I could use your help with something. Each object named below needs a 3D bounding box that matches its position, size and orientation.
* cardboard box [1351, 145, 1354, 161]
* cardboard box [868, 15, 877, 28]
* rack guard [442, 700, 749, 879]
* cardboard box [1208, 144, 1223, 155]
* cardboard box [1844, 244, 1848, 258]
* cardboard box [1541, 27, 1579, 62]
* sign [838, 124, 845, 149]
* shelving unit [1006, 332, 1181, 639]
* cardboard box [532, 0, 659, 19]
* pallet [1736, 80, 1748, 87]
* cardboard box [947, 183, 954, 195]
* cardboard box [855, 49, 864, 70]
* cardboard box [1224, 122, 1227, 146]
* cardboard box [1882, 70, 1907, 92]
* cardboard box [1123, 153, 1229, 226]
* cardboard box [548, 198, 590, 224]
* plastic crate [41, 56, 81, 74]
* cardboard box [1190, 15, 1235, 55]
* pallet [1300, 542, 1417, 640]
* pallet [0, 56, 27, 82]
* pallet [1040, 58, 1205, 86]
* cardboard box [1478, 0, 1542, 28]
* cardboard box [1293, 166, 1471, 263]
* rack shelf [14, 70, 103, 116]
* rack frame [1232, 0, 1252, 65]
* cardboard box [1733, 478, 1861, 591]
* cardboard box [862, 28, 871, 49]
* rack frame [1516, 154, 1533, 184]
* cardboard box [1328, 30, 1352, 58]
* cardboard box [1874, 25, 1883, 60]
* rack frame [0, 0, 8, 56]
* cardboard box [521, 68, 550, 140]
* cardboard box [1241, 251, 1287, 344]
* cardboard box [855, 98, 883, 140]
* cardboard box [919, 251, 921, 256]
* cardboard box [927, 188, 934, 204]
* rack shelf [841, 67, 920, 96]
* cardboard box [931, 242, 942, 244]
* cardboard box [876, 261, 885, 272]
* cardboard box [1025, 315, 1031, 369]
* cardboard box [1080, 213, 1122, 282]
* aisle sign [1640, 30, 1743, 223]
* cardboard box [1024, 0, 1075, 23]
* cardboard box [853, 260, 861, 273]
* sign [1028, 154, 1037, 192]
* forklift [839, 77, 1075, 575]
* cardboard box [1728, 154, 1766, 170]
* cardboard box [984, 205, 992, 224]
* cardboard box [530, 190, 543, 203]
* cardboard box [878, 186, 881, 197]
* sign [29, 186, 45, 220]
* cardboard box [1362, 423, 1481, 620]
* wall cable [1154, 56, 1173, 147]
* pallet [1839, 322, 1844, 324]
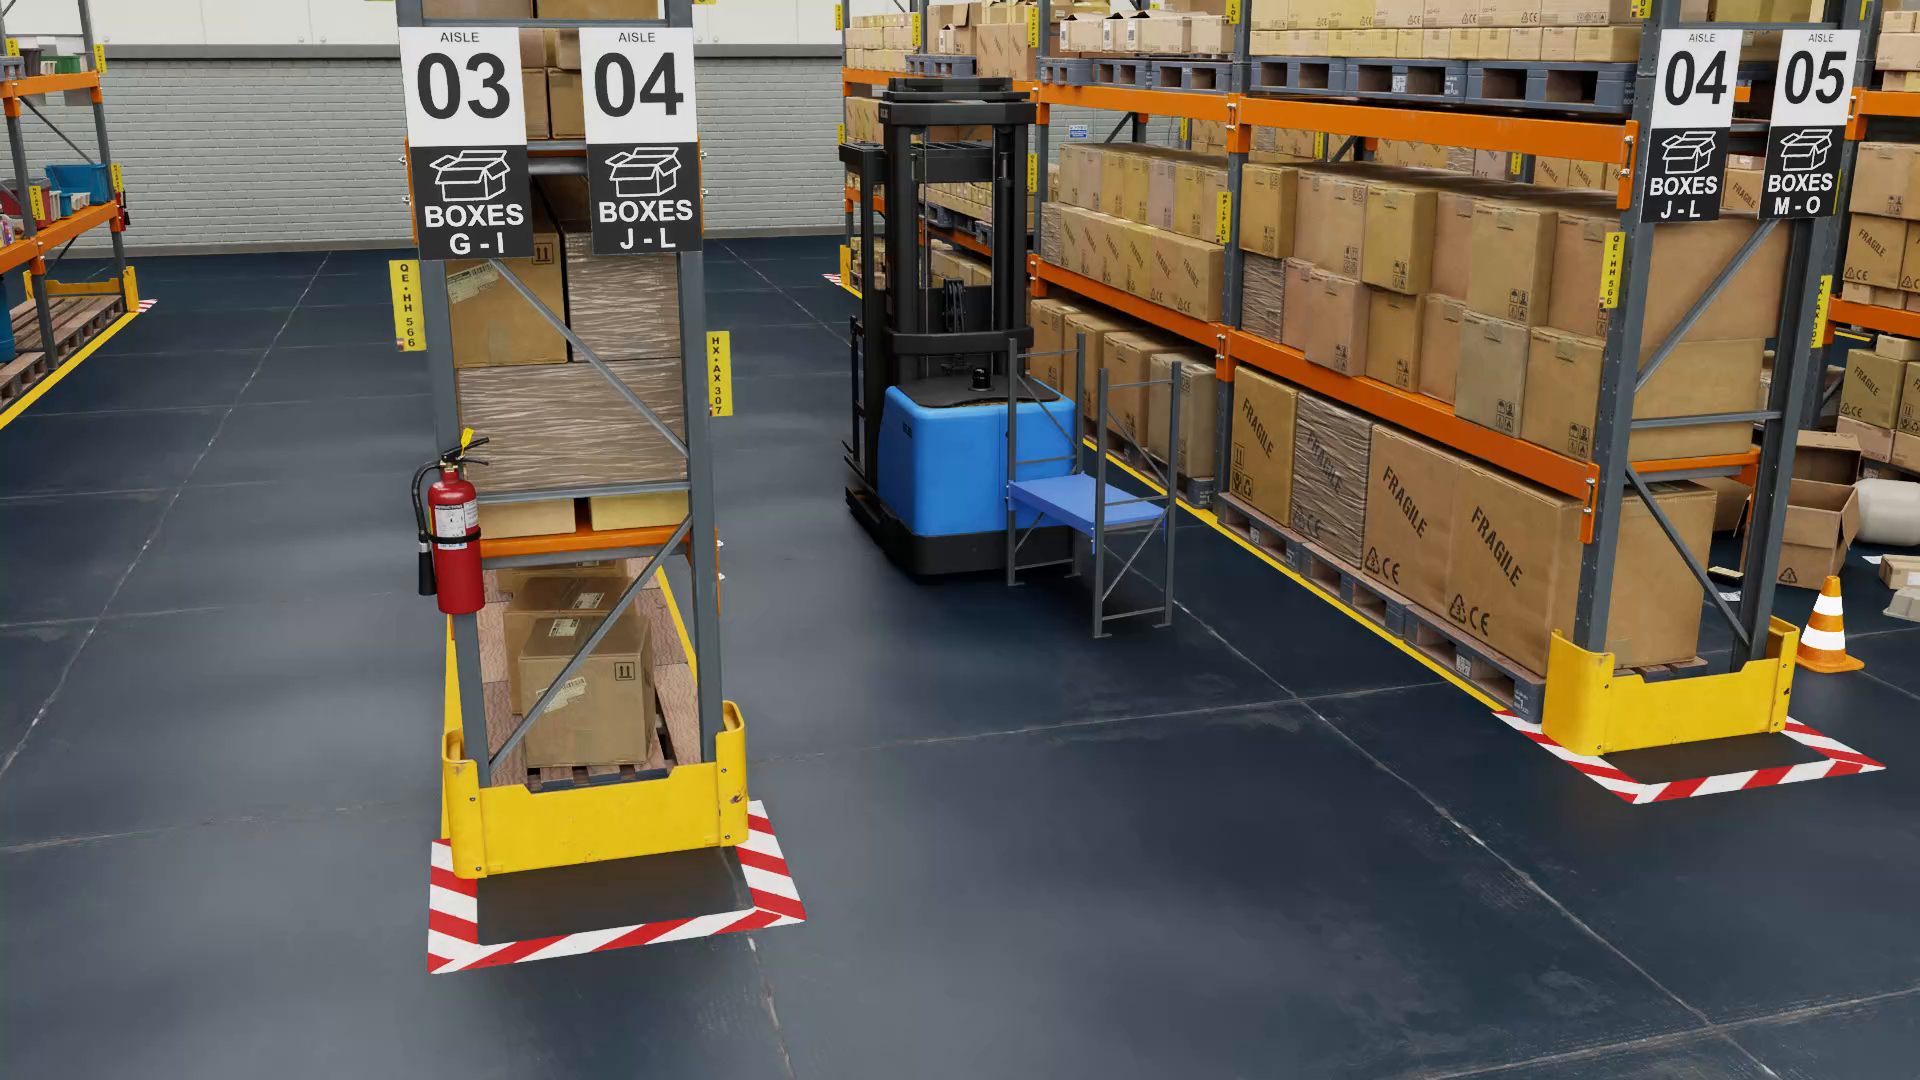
[{"bbox_3d":[4.796,-4.521,18.878,0.500,0.500,0.500,-5,17,-16],"label":"cardboard box"},{"bbox_3d":[-0.899,-6.289,20.158,0.380,0.149,0.250,-4,17,-14],"label":"cardboard box"},{"bbox_3d":[-1.467,1.001,6.749,1.175,0.500,0.348,-5,17,-15],"label":"rack guard"},{"bbox_3d":[3.707,-5.139,22.671,0.500,0.500,0.500,-5,17,-16],"label":"cardboard box"},{"bbox_3d":[7.135,-2.323,13.179,0.380,0.149,0.250,-4,17,-14],"label":"cardboard box"},{"bbox_3d":[2.865,-2.239,7.511,0.380,0.149,0.250,-5,17,-15],"label":"cardboard box"},{"bbox_3d":[-1.568,-5.336,21.998,0.100,0.325,0.005,-5,17,-15],"label":"sign"},{"bbox_3d":[0.734,-0.342,9.483,0.538,1.500,1.048,-8,19,-25],"label":"shelving unit"},{"bbox_3d":[-1.594,-2.473,7.197,0.500,0.500,0.500,-5,17,-15],"label":"cardboard box"},{"bbox_3d":[6.628,-3.877,13.757,1.213,0.211,1.003,-5,17,-15],"label":"pallet"},{"bbox_3d":[0.085,-3.574,16.824,0.380,0.149,0.250,-5,17,-16],"label":"cardboard box"},{"bbox_3d":[-1.028,-6.039,20.889,0.500,0.250,0.500,-4,17,-13],"label":"cardboard box"},{"bbox_3d":[3.841,-5.471,22.040,0.500,0.500,0.500,-5,17,-16],"label":"cardboard box"},{"bbox_3d":[6.832,-3.274,11.860,0.380,0.149,0.250,-5,17,-16],"label":"cardboard box"},{"bbox_3d":[1.690,-2.731,12.917,0.700,0.500,0.500,-5,17,-16],"label":"cardboard box"},{"bbox_3d":[-1.604,-1.295,7.619,0.500,0.500,0.500,-5,17,-15],"label":"cardboard box"},{"bbox_3d":[-10.059,-5.294,18.515,0.450,0.188,0.336,-5,17,-15],"label":"plastic crate"},{"bbox_3d":[1.904,-3.442,11.339,0.500,0.250,0.500,-5,17,-15],"label":"cardboard box"},{"bbox_3d":[2.725,0.245,9.770,1.003,0.211,1.213,-5,17,-15],"label":"pallet"},{"bbox_3d":[-9.196,-4.239,14.966,1.213,0.211,1.003,-5,17,-15],"label":"pallet"},{"bbox_3d":[1.381,-3.924,13.915,1.213,0.211,1.003,-4,17,-13],"label":"pallet"},{"bbox_3d":[2.811,-2.547,7.842,0.500,0.250,0.500,-5,17,-15],"label":"cardboard box"},{"bbox_3d":[2.583,-1.987,10.214,0.875,0.550,0.550,-5,17,-15],"label":"cardboard box"},{"bbox_3d":[-10.055,-4.748,17.580,1.077,0.370,4.000,-5,17,-15],"label":"rack shelf"},{"bbox_3d":[2.252,-4.518,10.352,1.000,3.000,0.127,-5,17,-15],"label":"rack frame"},{"bbox_3d":[5.166,-0.048,10.238,0.637,0.503,0.797,11,20,32],"label":"cardboard box"},{"bbox_3d":[-0.903,-6.142,20.362,0.500,0.250,0.500,-4,17,-15],"label":"cardboard box"},{"bbox_3d":[5.884,-3.171,16.295,1.000,3.000,0.127,-5,17,-15],"label":"rack frame"},{"bbox_3d":[2.307,-2.802,9.384,0.380,0.149,0.250,-5,17,-16],"label":"cardboard box"},{"bbox_3d":[6.684,-3.781,12.641,0.500,0.250,0.500,-5,17,-16],"label":"cardboard box"},{"bbox_3d":[-9.506,-5.976,15.203,1.000,3.000,0.127,-5,17,-15],"label":"rack frame"},{"bbox_3d":[-1.822,-1.653,6.287,0.500,0.250,0.500,-4,17,-14],"label":"cardboard box"},{"bbox_3d":[2.365,-1.616,10.857,0.875,0.550,0.550,-5,17,-15],"label":"cardboard box"},{"bbox_3d":[-1.033,-5.350,21.118,0.500,0.500,0.500,-4,17,-14],"label":"cardboard box"},{"bbox_3d":[-0.687,-3.489,20.545,0.380,0.149,0.250,-5,17,-15],"label":"cardboard box"},{"bbox_3d":[-0.134,-3.648,17.589,0.380,0.149,0.250,-5,17,-15],"label":"cardboard box"},{"bbox_3d":[-0.496,-5.503,20.096,1.077,0.370,4.000,-5,17,-15],"label":"rack shelf"},{"bbox_3d":[-0.439,-3.747,21.402,0.380,0.149,0.250,-5,18,-17],"label":"cardboard box"},{"bbox_3d":[-0.845,-3.491,21.069,0.380,0.149,0.250,-6,18,-18],"label":"cardboard box"},{"bbox_3d":[0.720,-1.917,15.735,0.500,0.500,0.500,-5,17,-16],"label":"cardboard box"},{"bbox_3d":[1.297,-2.374,13.468,0.500,0.500,0.500,-5,17,-15],"label":"cardboard box"},{"bbox_3d":[3.082,-1.741,7.014,0.394,0.787,0.004,-5,17,-15],"label":"aisle sign"},{"bbox_3d":[0.792,-4.694,14.647,0.396,0.266,0.258,-5,17,-15],"label":"cardboard box"},{"bbox_3d":[-1.210,-3.630,22.048,0.380,0.149,0.250,-4,17,-14],"label":"cardboard box"},{"bbox_3d":[0.633,-3.223,14.592,0.100,0.325,0.005,-5,17,-15],"label":"sign"},{"bbox_3d":[-0.170,-1.578,11.111,1.130,2.935,3.031,-5,17,-15],"label":"forklift"},{"bbox_3d":[6.438,-3.066,13.397,0.380,0.149,0.250,-5,17,-17],"label":"cardboard box"},{"bbox_3d":[0.437,-3.073,15.674,0.380,0.149,0.250,-4,17,-14],"label":"cardboard box"},{"bbox_3d":[-2.242,-1.392,7.942,0.500,0.500,0.500,-5,17,-15],"label":"cardboard box"},{"bbox_3d":[-0.794,-4.301,20.494,0.380,0.149,0.250,-4,17,-13],"label":"cardboard box"},{"bbox_3d":[-8.976,-3.278,16.169,0.100,0.325,0.005,-5,17,-15],"label":"sign"},{"bbox_3d":[2.857,-0.148,9.194,0.875,0.875,0.875,-5,17,-16],"label":"cardboard box"},{"bbox_3d":[3.474,-7.544,29.085,0.588,1.984,0.122,-5,17,-15],"label":"wall cable"},{"bbox_3d":[10.155,-2.775,19.824,1.003,0.211,1.213,-5,17,-15],"label":"pallet"}]
